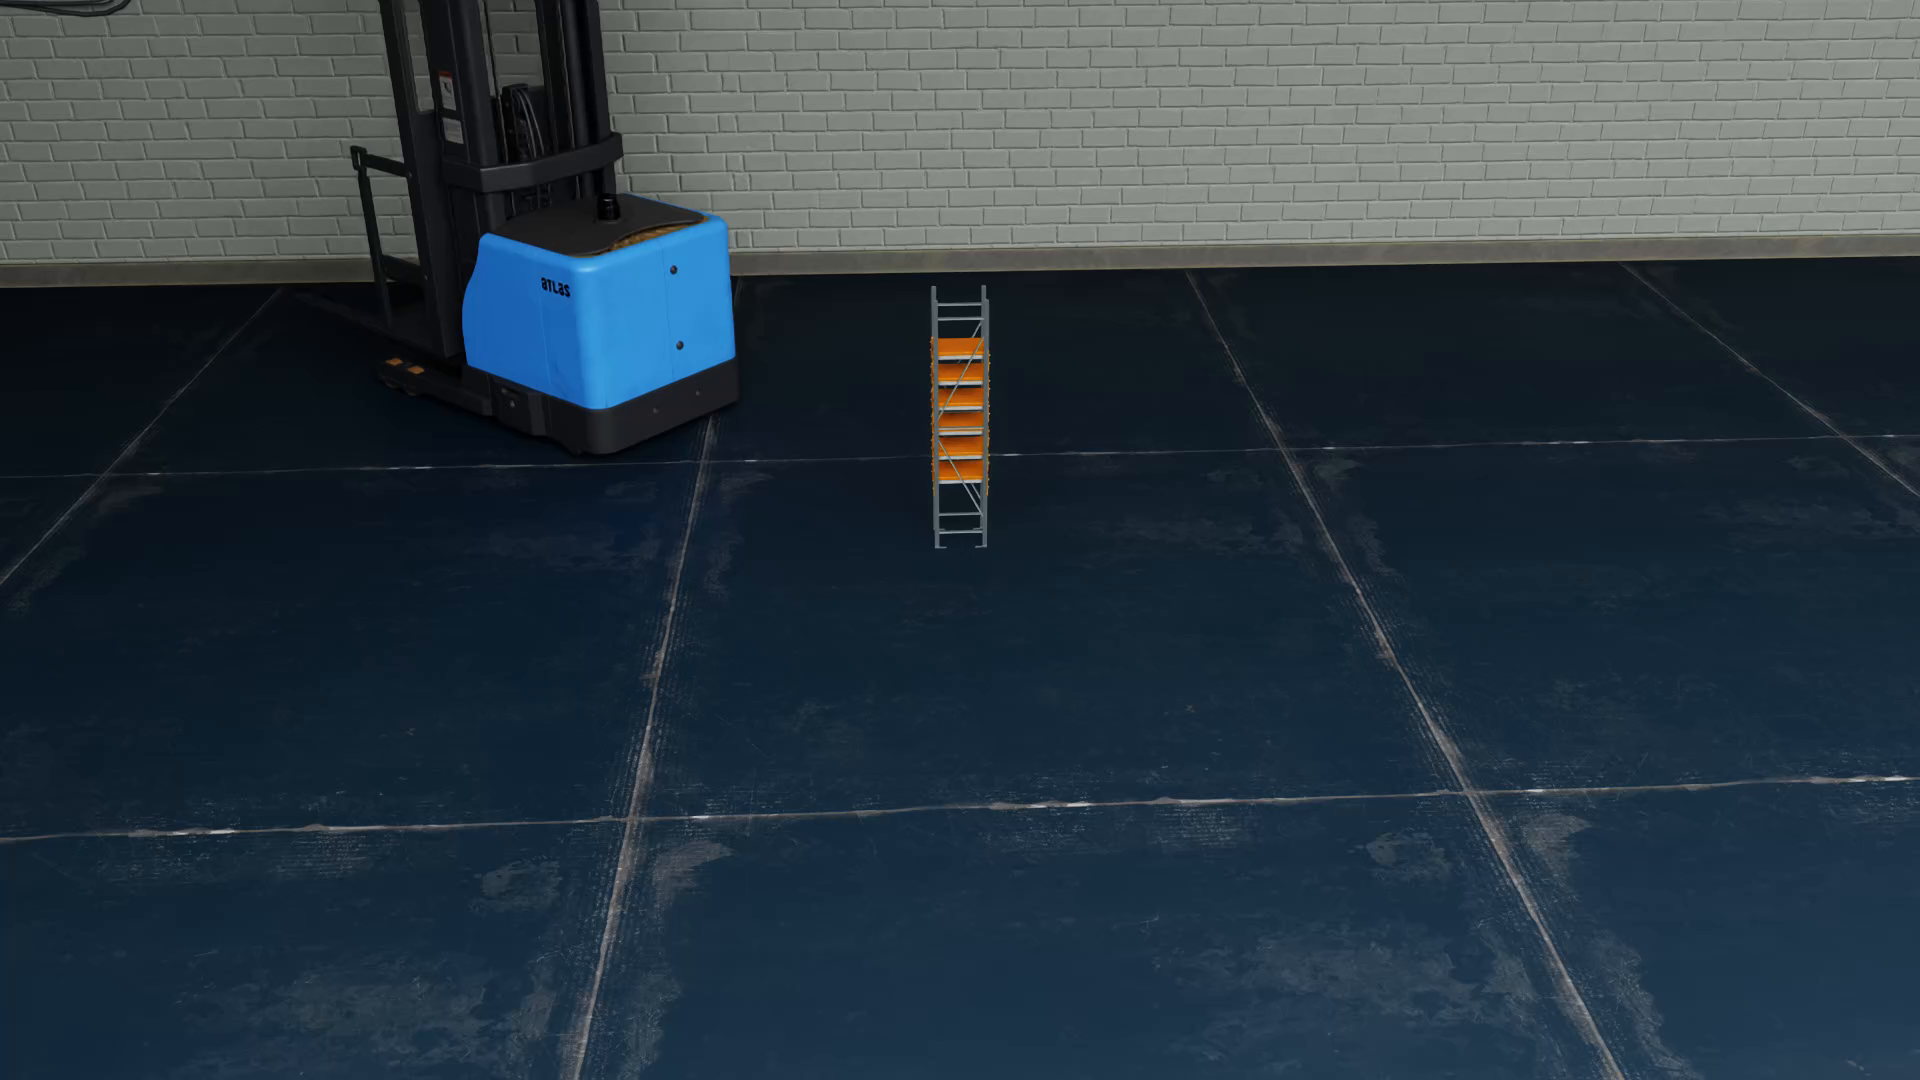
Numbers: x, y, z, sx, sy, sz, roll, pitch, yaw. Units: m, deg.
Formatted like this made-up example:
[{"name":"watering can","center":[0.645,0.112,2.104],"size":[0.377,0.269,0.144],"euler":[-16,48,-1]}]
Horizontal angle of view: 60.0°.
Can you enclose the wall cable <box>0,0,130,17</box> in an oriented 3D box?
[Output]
[{"name":"wall cable","center":[-6.461,-4.253,9.532],"size":[3.097,2.526,0.112],"euler":[-1,28,-3]}]

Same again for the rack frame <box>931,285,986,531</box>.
[{"name":"rack frame","center":[-0.006,-0.581,7.566],"size":[0.240,1.200,0.006],"euler":[-1,28,-3]}]

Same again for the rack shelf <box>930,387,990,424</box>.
[{"name":"rack shelf","center":[-0.001,-0.606,7.450],"size":[0.258,0.103,0.180],"euler":[-1,28,-3]}]

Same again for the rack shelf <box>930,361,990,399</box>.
[{"name":"rack shelf","center":[-0.001,-0.712,7.395],"size":[0.258,0.103,0.180],"euler":[-1,28,-3]}]

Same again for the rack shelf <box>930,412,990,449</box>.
[{"name":"rack shelf","center":[-0.001,-0.499,7.506],"size":[0.258,0.103,0.180],"euler":[-1,28,-3]}]

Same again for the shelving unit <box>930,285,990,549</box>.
[{"name":"shelving unit","center":[-0.001,-0.539,7.485],"size":[0.258,1.200,0.189],"euler":[-1,28,-3]}]

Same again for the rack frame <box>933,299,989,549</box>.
[{"name":"rack frame","center":[0.004,-0.496,7.404],"size":[0.240,1.200,0.006],"euler":[-1,28,-3]}]

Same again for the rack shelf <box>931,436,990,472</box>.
[{"name":"rack shelf","center":[-0.001,-0.393,7.561],"size":[0.258,0.103,0.180],"euler":[-1,28,-3]}]

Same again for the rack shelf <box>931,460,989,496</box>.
[{"name":"rack shelf","center":[-0.001,-0.286,7.617],"size":[0.258,0.103,0.180],"euler":[-1,28,-3]}]

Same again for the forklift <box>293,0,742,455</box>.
[{"name":"forklift","center":[-2.666,-2.273,8.939],"size":[3.031,2.935,1.130],"euler":[20,34,33]}]

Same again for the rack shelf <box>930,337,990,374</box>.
[{"name":"rack shelf","center":[-0.001,-0.818,7.339],"size":[0.258,0.103,0.180],"euler":[-1,28,-3]}]
